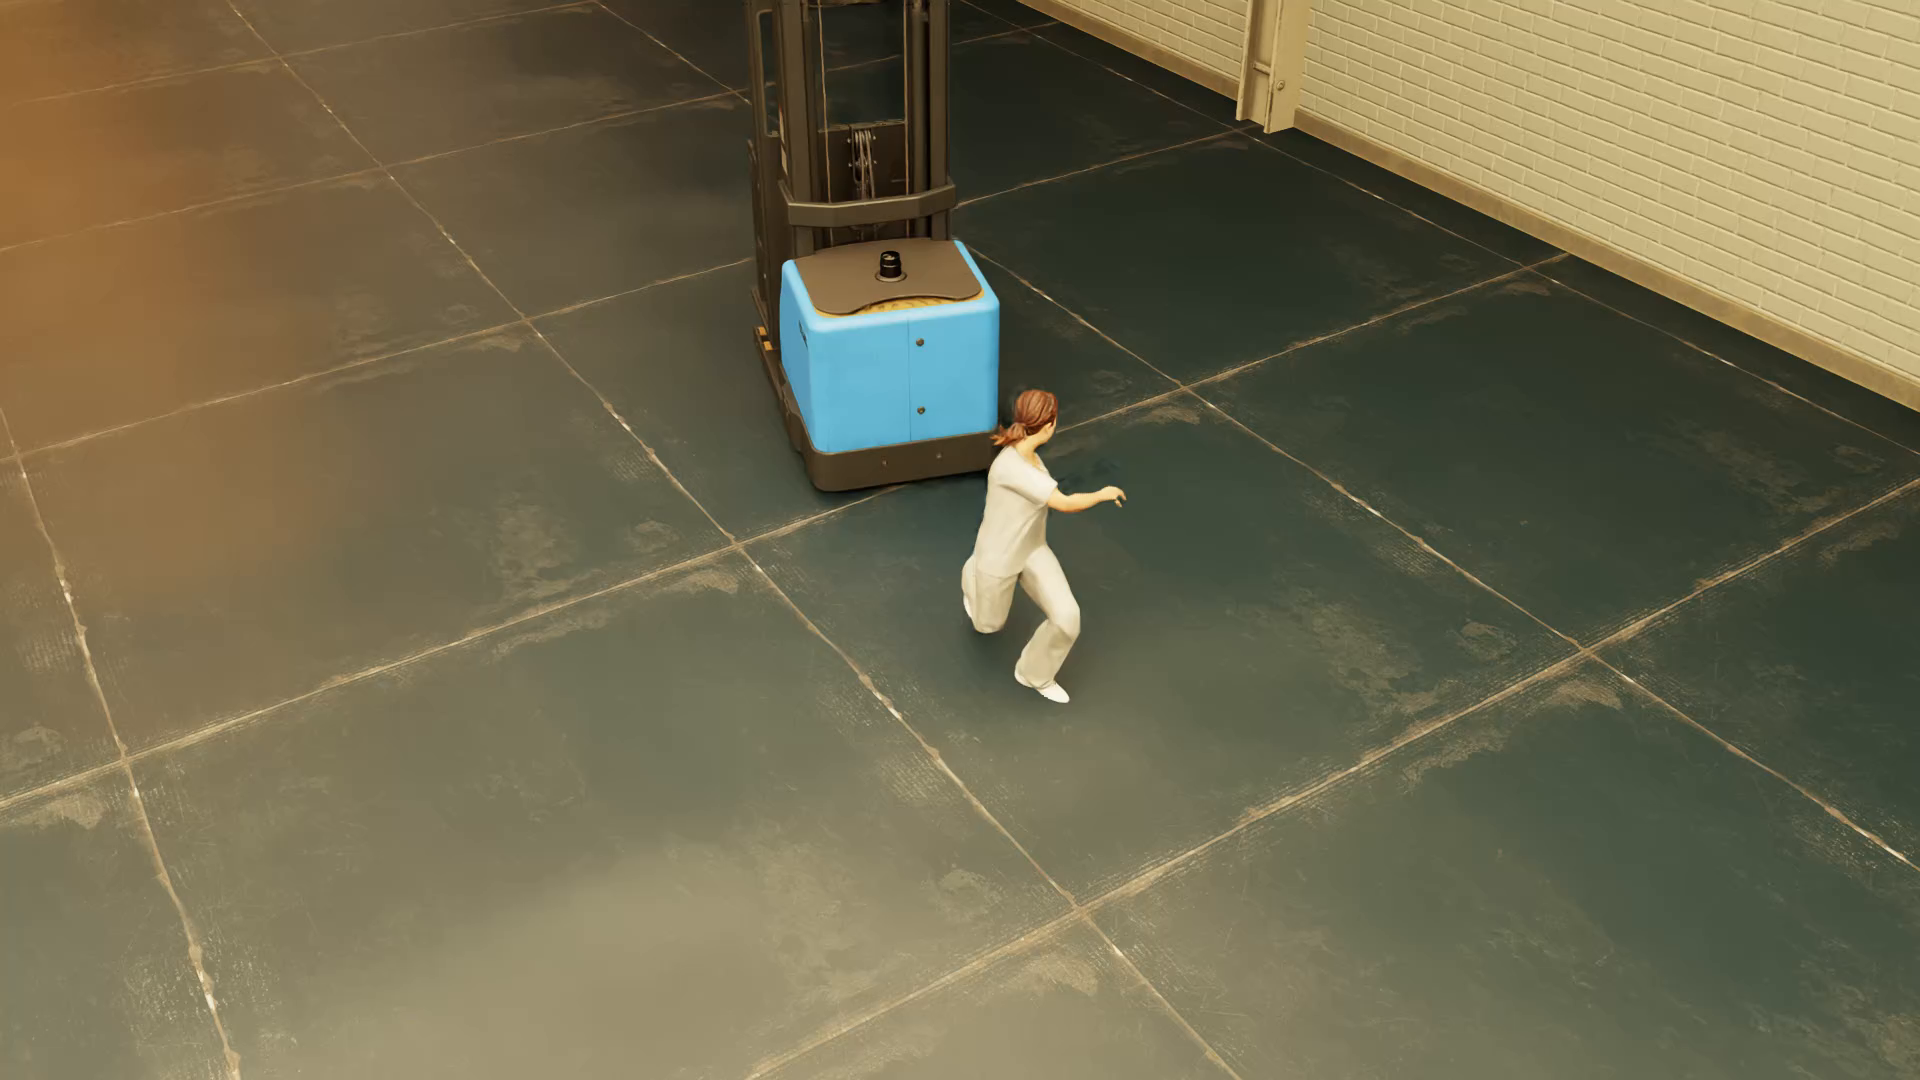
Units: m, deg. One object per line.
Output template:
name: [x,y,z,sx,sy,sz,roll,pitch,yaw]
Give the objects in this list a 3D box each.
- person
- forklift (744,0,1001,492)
person: [0.303,-0.046,7.576,0.627,1.443,0.929,-26,42,-32]
forklift: [-0.658,-2.304,9.427,1.130,2.935,3.031,-9,36,-12]
